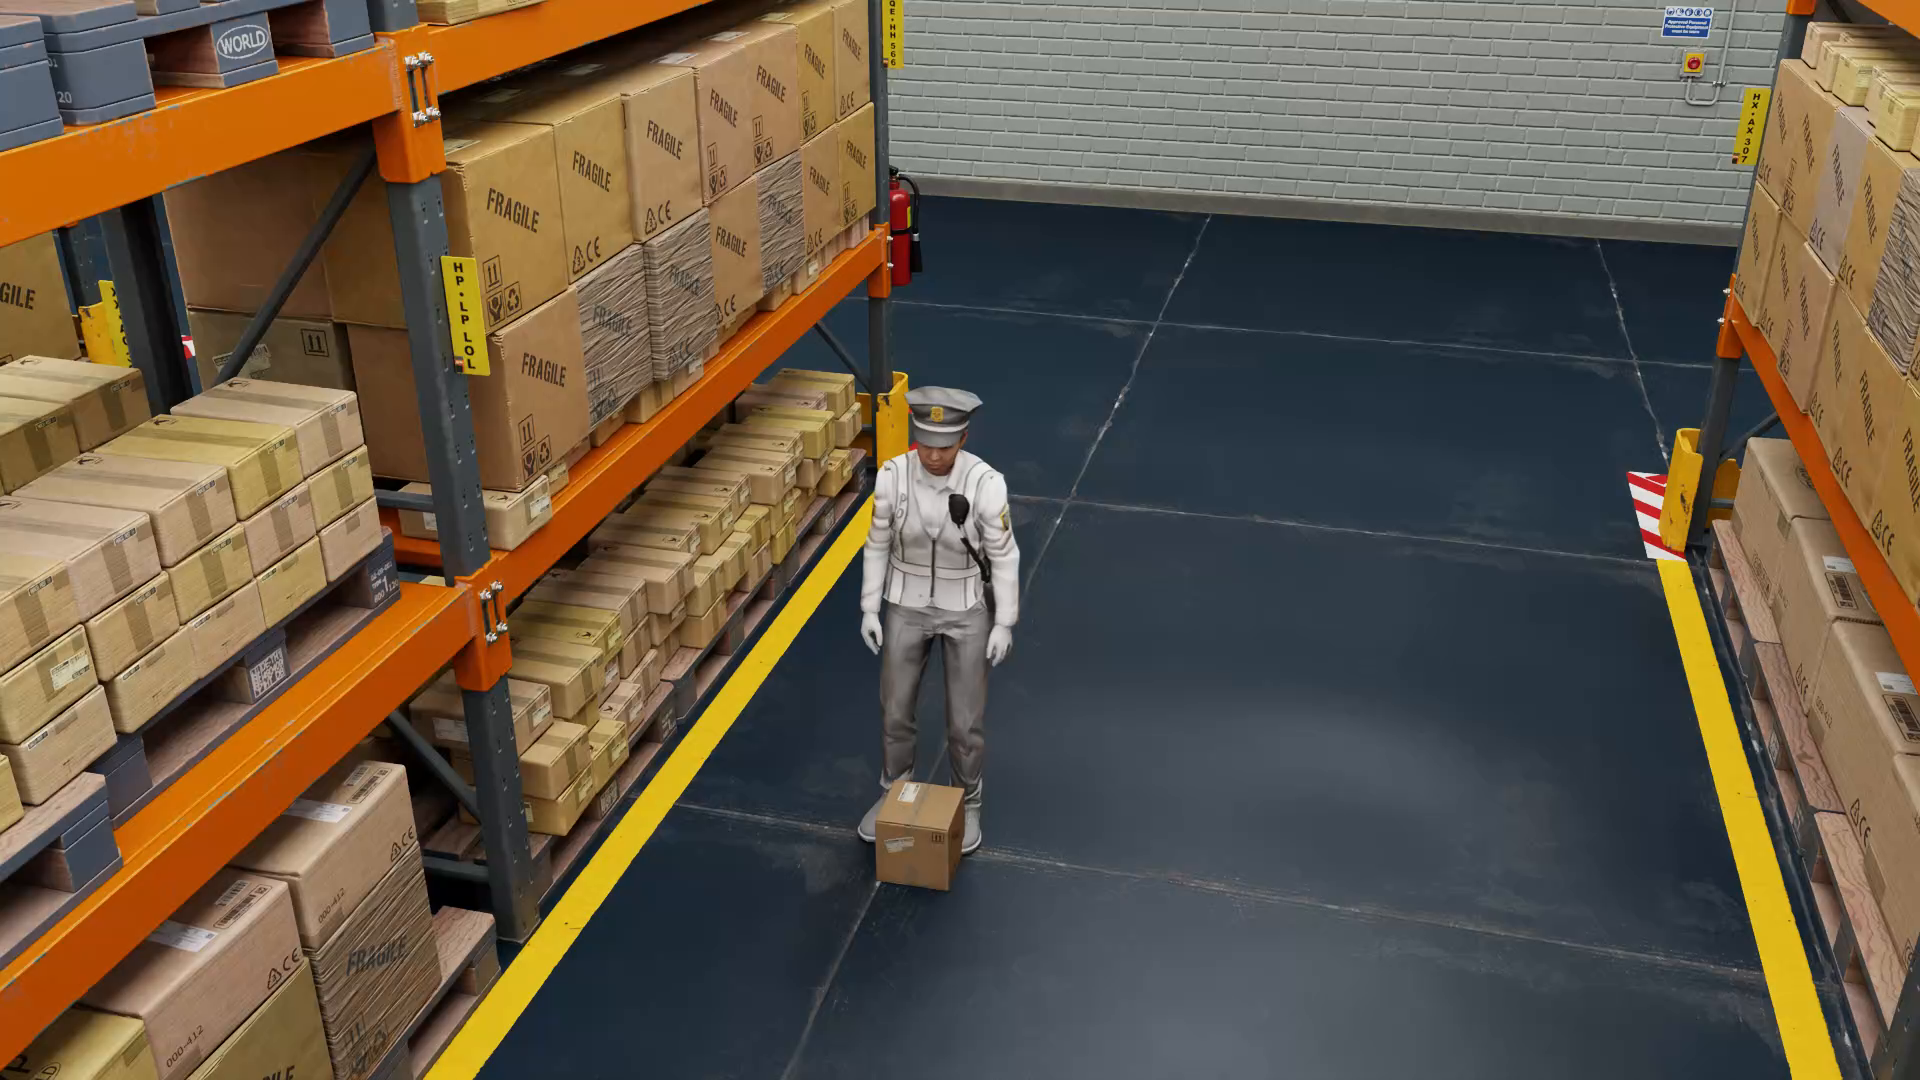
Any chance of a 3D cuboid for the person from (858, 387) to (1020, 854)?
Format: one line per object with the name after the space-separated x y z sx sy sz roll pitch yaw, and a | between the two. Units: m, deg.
-0.075 0.262 5.557 0.541 1.662 0.375 5 26 10 | person
